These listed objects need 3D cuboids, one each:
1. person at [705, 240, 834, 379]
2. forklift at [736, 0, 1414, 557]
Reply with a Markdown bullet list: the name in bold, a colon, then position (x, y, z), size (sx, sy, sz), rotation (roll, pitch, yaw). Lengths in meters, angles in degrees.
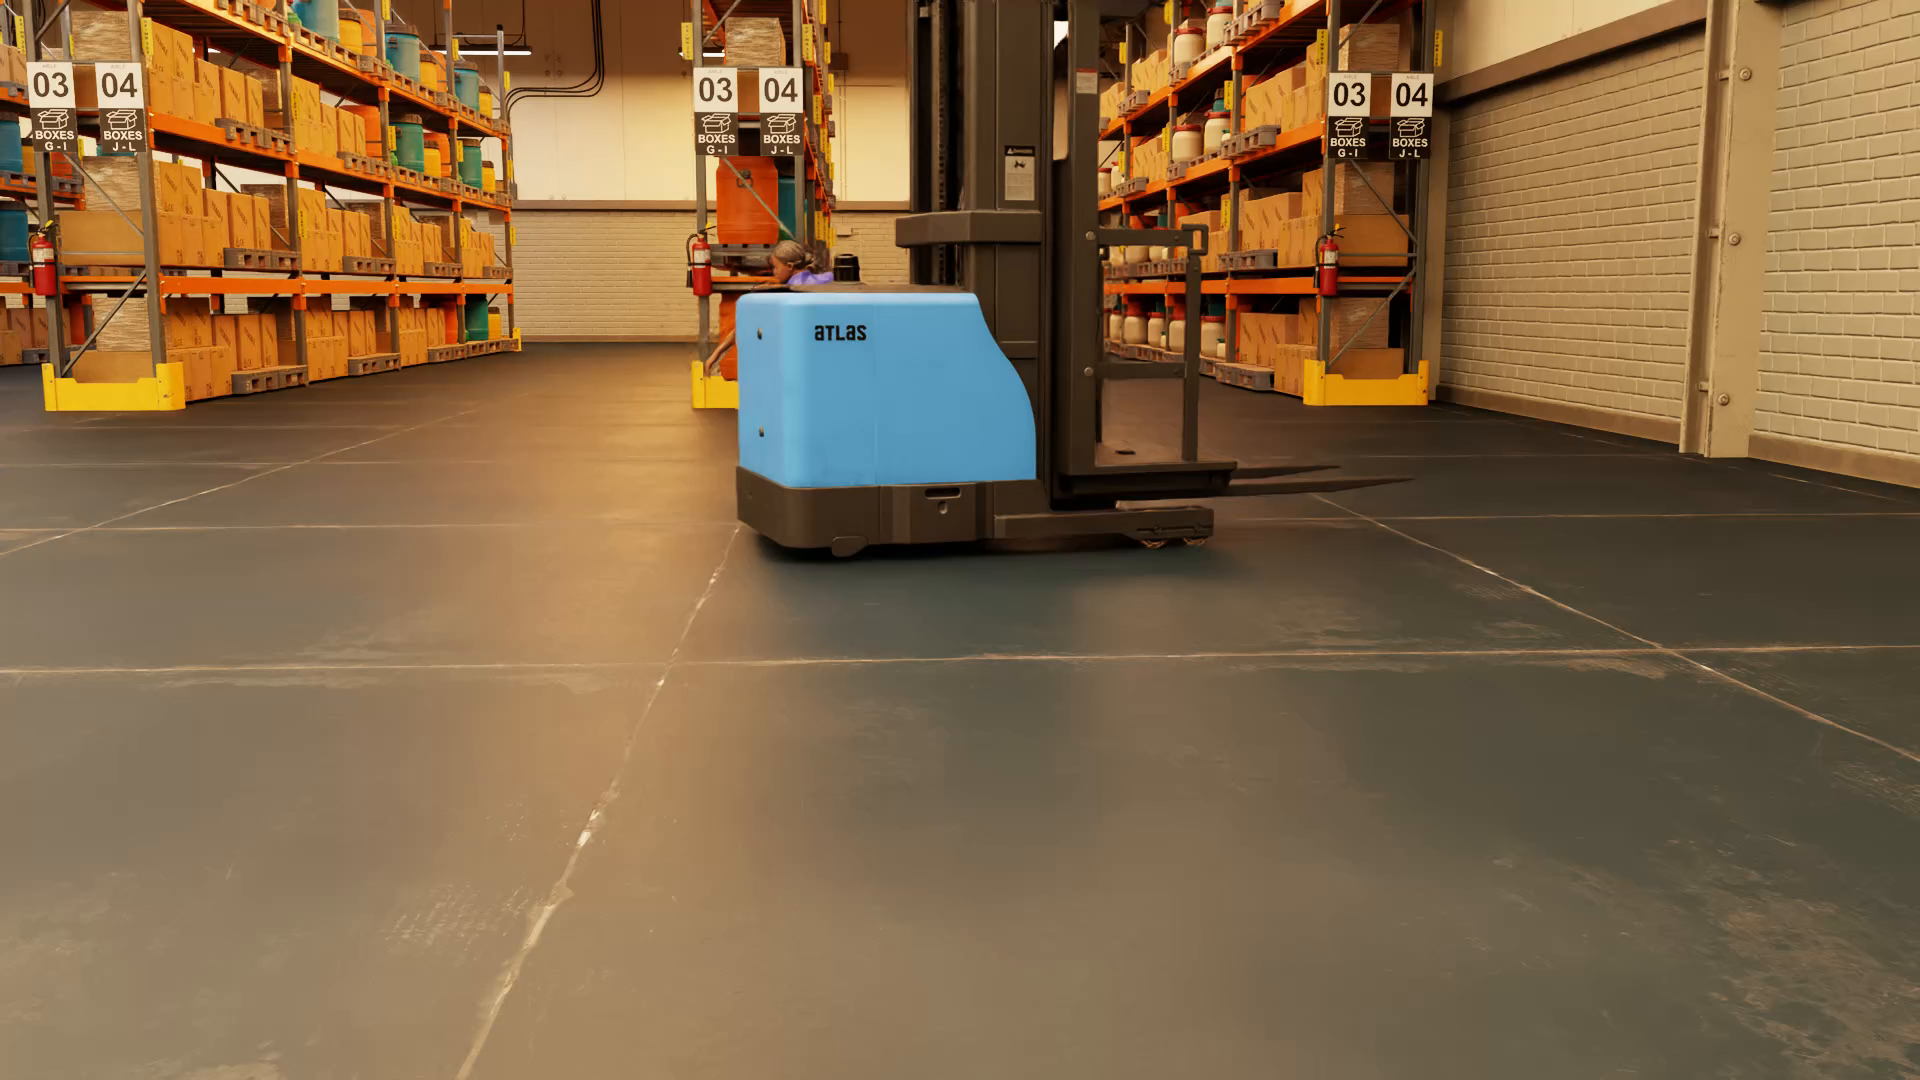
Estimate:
- **person**: position (-1.024, -1.034, 9.693), size (0.759, 1.403, 0.942), rotation (1, 9, 9)
- **forklift**: position (0.571, -1.488, 7.350), size (3.031, 2.935, 1.130), rotation (-3, 9, -19)
